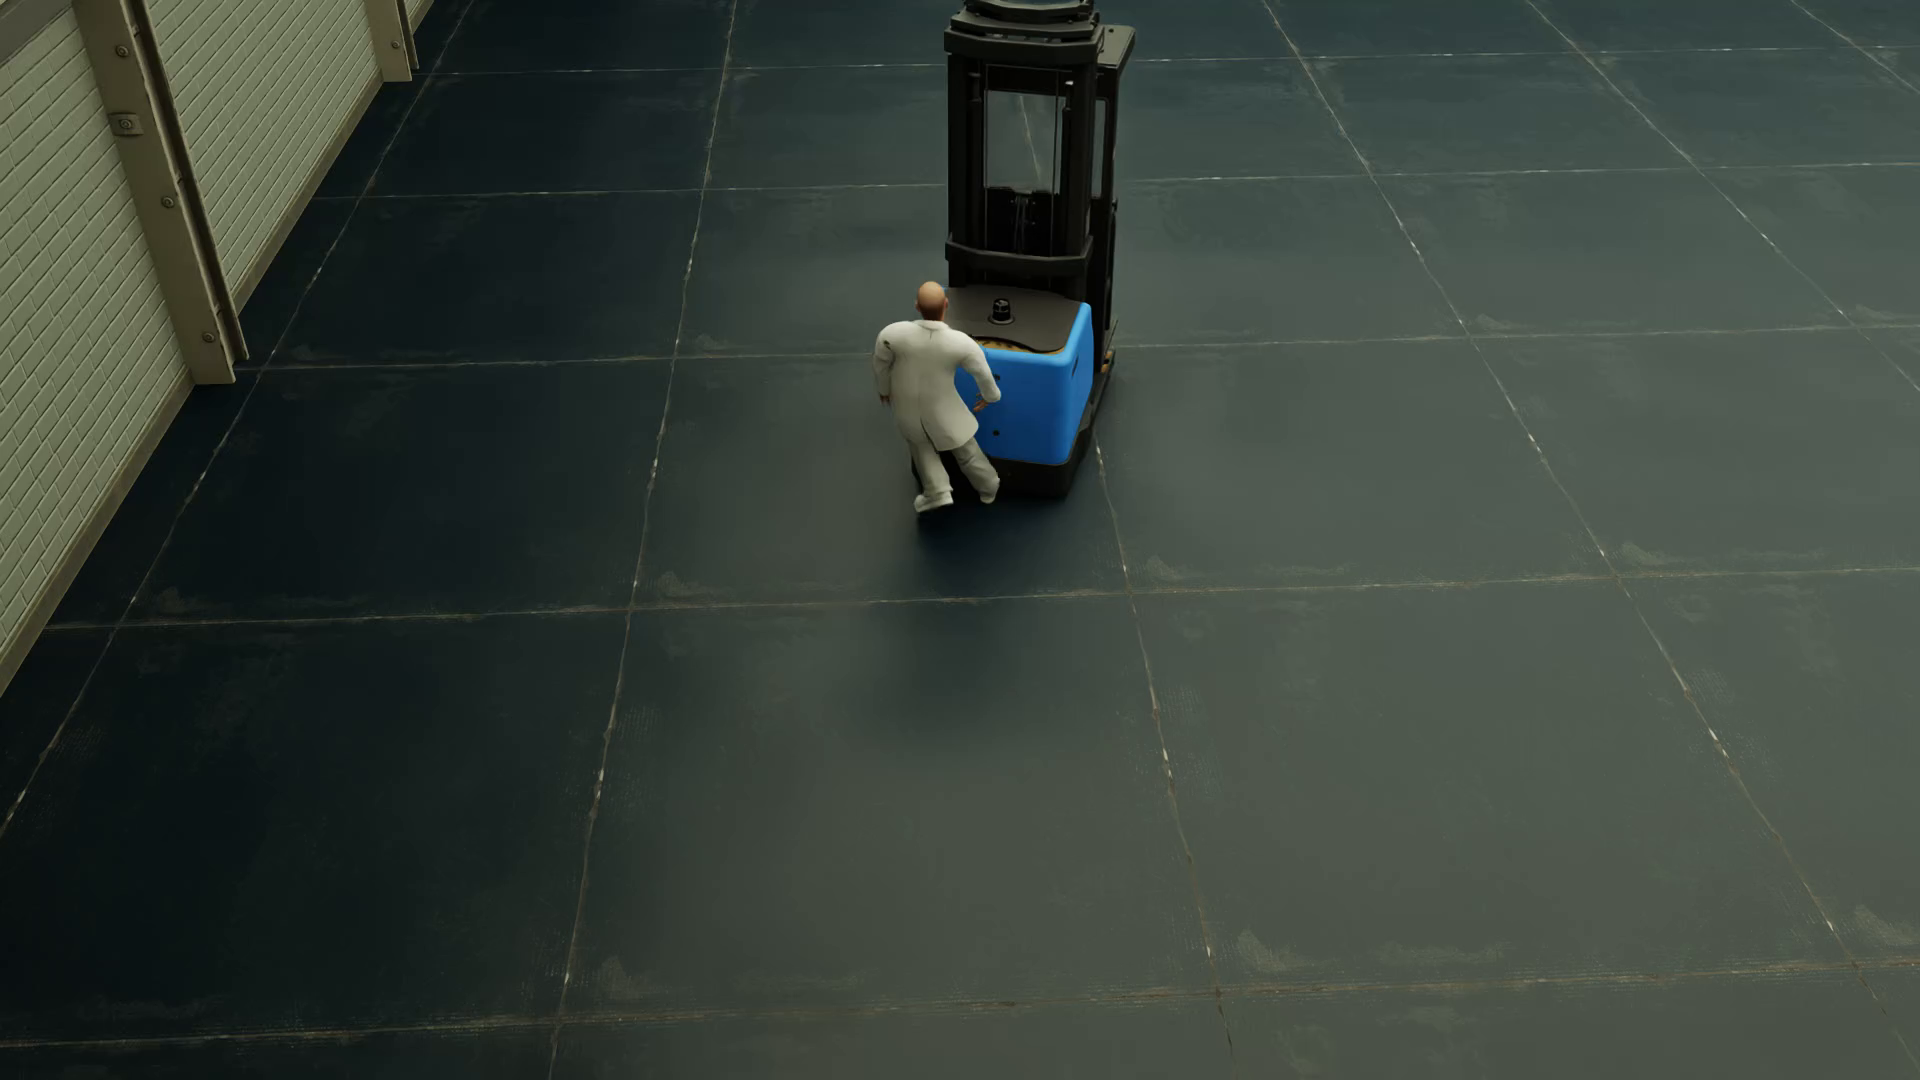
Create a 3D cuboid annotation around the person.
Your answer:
[{"bbox_3d":[-0.117,-0.941,10.354,0.761,1.692,0.760,7,37,10],"label":"person"}]

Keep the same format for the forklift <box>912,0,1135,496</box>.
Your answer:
[{"bbox_3d":[0.518,-2.334,11.215,1.130,2.935,3.031,8,37,11],"label":"forklift"}]
